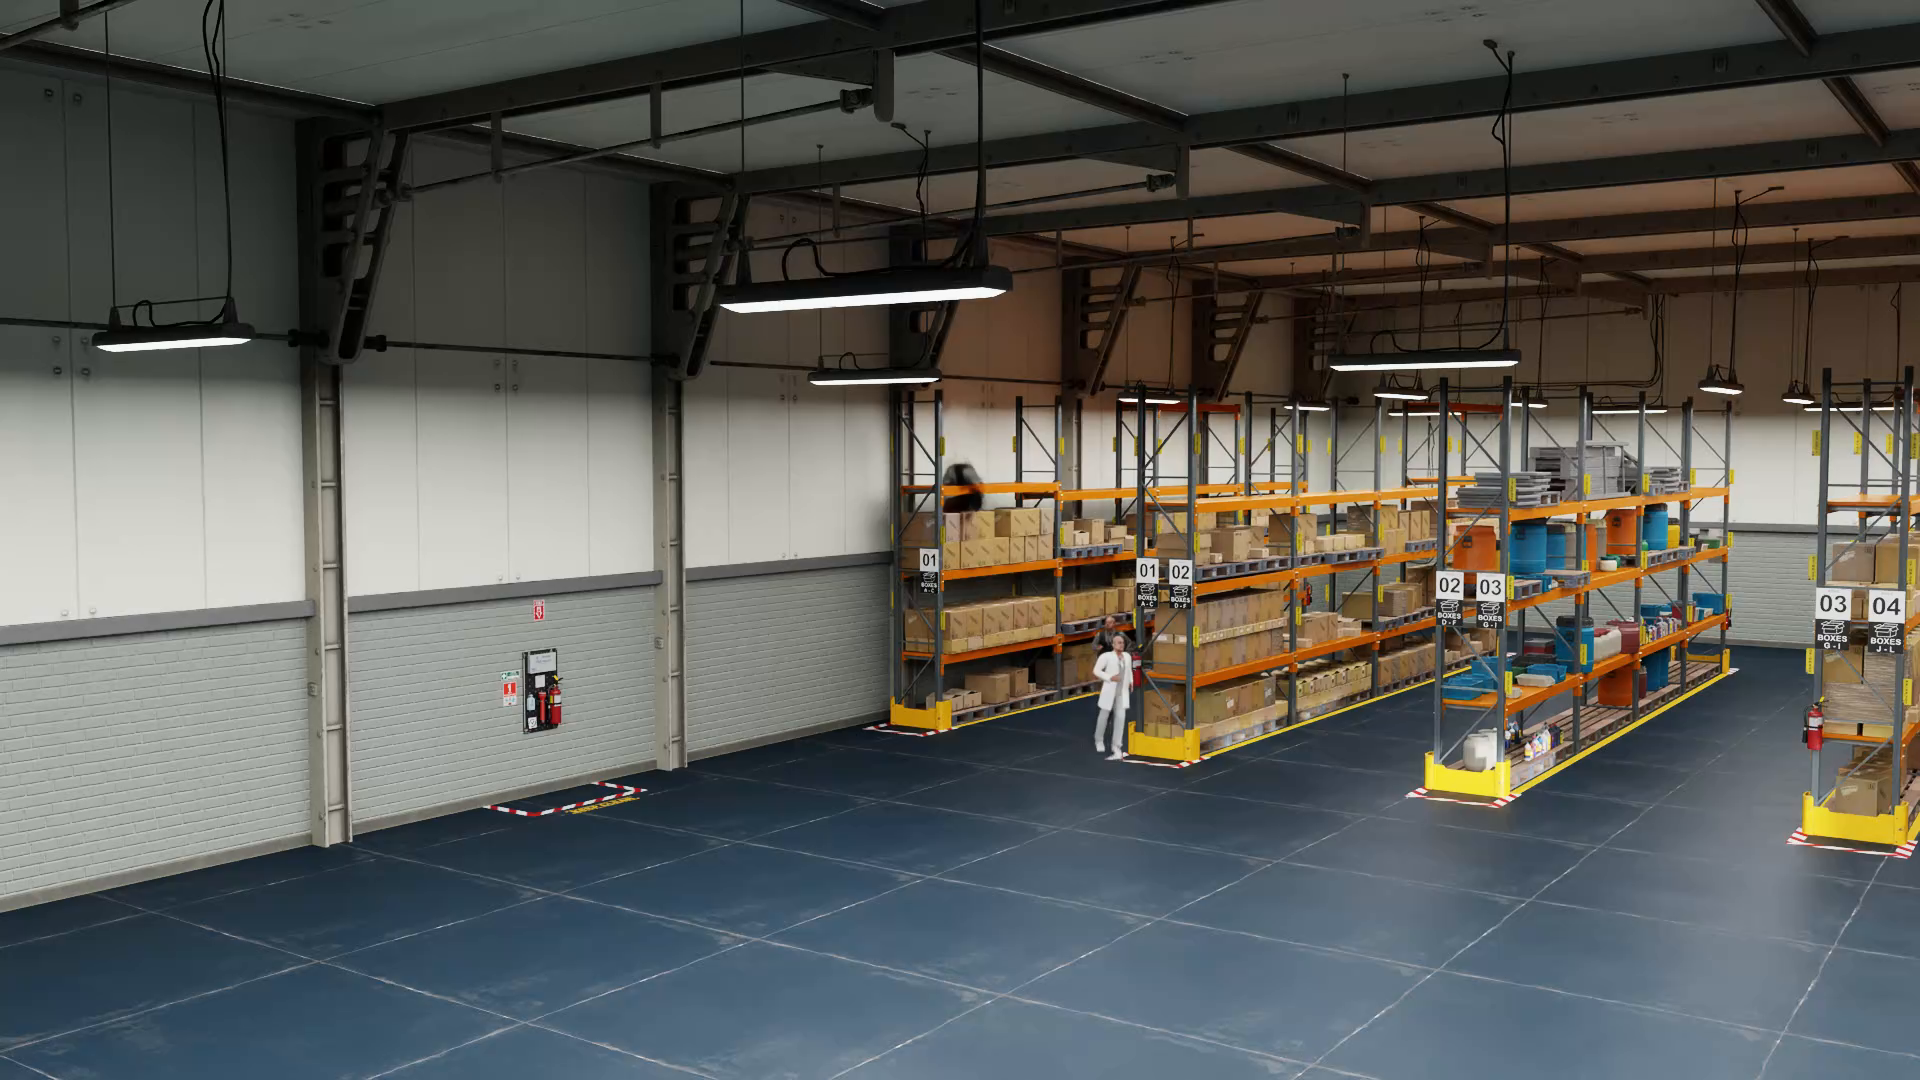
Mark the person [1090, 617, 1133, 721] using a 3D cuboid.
[{"bbox_3d":[2.604,2.214,28.908,0.691,1.764,0.835,1,3,23],"label":"person"}]

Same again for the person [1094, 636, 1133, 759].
[{"bbox_3d":[2.394,2.392,25.577,0.725,1.821,0.882,-1,3,-17],"label":"person"}]
